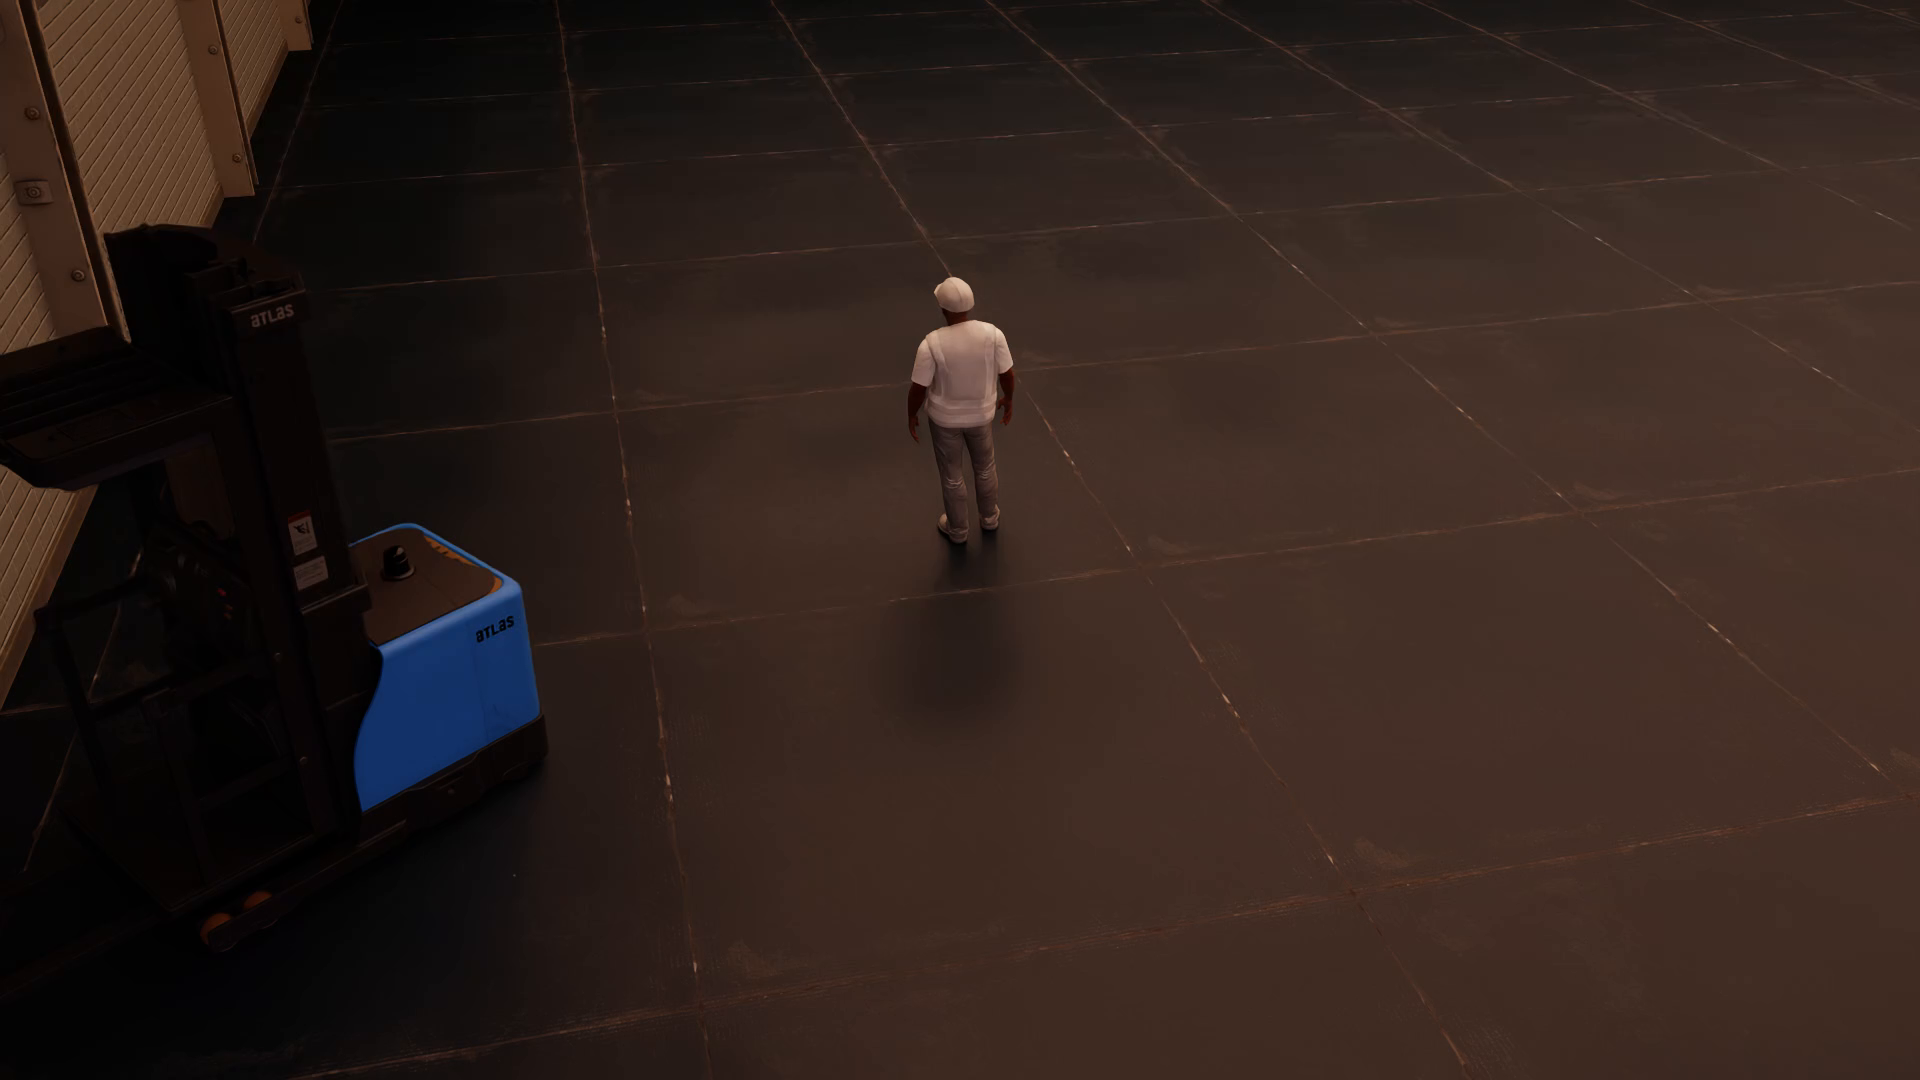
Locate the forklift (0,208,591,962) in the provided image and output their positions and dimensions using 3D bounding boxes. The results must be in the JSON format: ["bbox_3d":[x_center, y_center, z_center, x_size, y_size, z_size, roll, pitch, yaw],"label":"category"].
[{"bbox_3d":[-3.345,0.156,7.305,3.031,2.935,1.130,-23,37,-34],"label":"forklift"}]

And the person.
[{"bbox_3d":[-0.010,-0.806,10.114,0.665,1.766,0.575,-7,31,-12],"label":"person"}]
